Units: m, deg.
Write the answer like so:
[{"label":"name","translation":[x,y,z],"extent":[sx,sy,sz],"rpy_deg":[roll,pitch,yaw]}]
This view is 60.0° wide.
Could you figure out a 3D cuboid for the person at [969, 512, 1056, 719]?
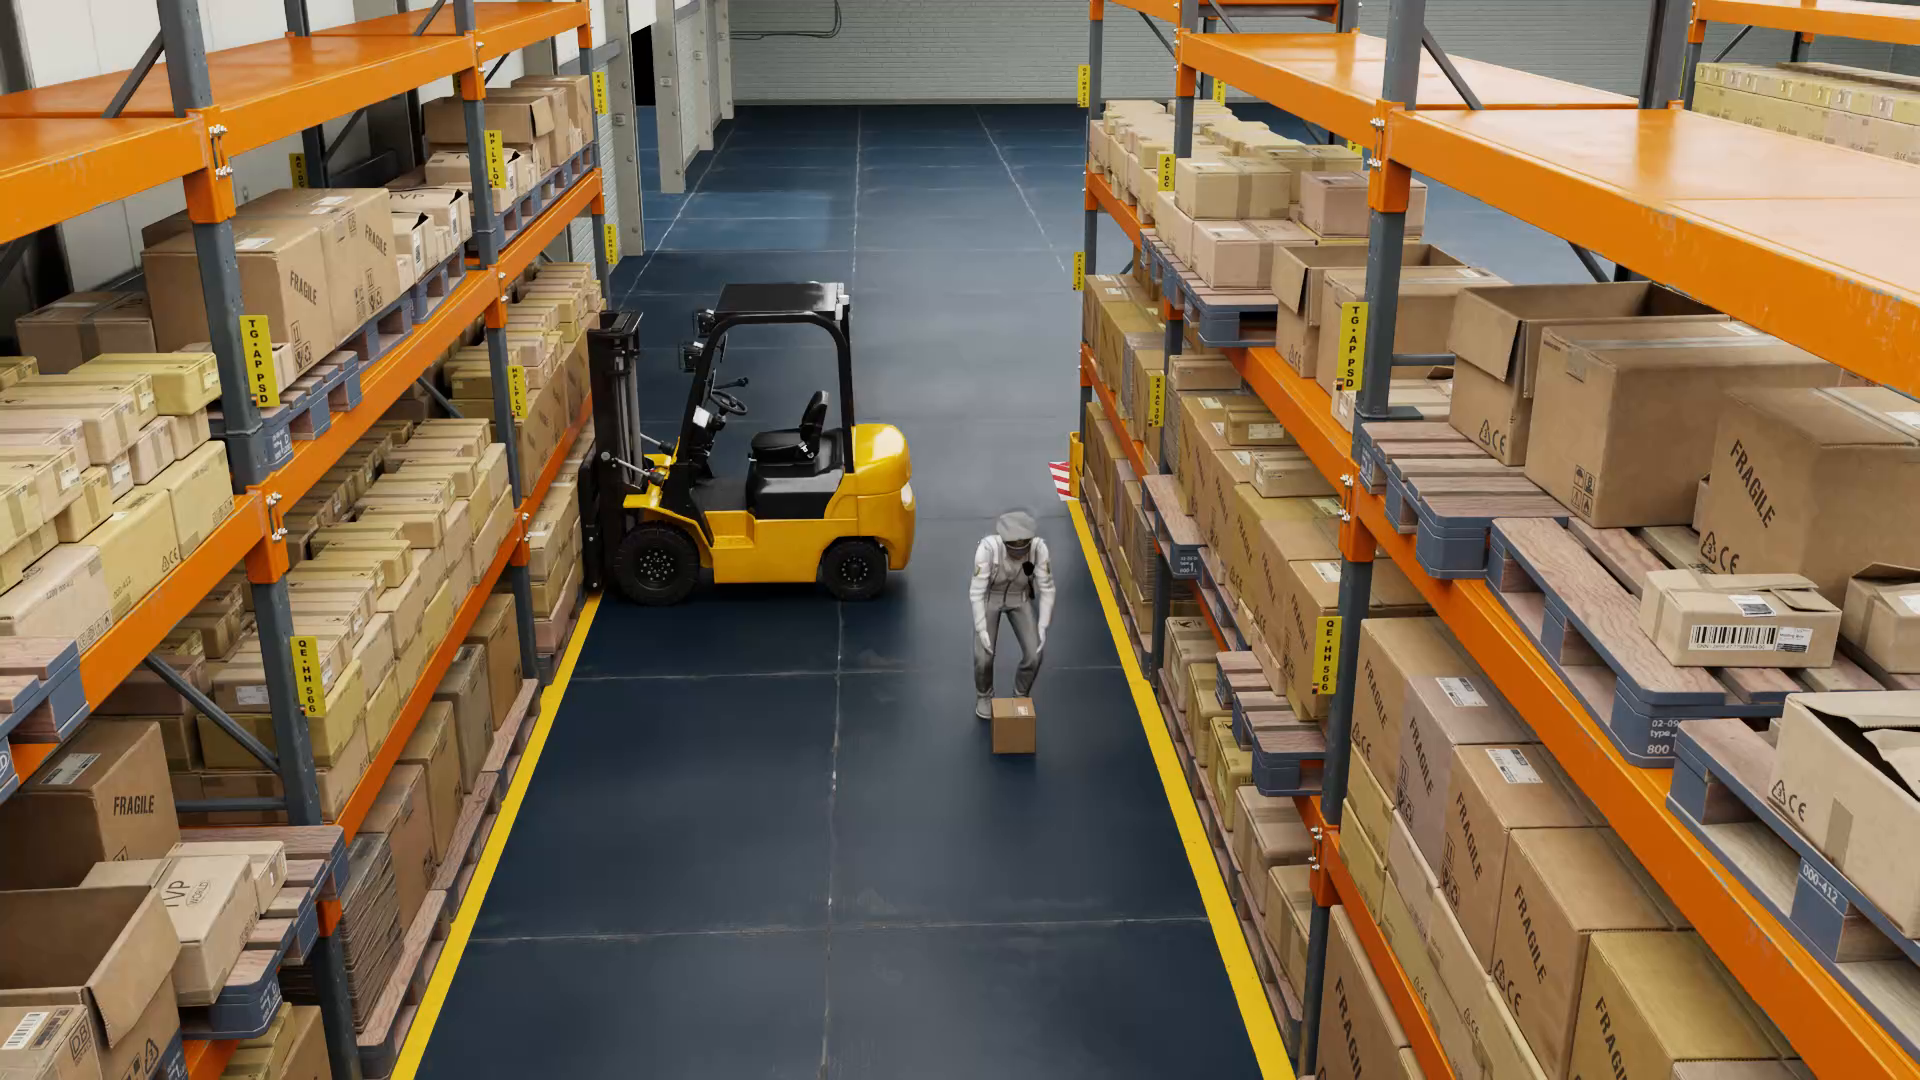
[{"label":"person","translation":[0.319,0.446,10.271],"extent":[0.535,1.403,0.692],"rpy_deg":[-1,21,-3]}]
